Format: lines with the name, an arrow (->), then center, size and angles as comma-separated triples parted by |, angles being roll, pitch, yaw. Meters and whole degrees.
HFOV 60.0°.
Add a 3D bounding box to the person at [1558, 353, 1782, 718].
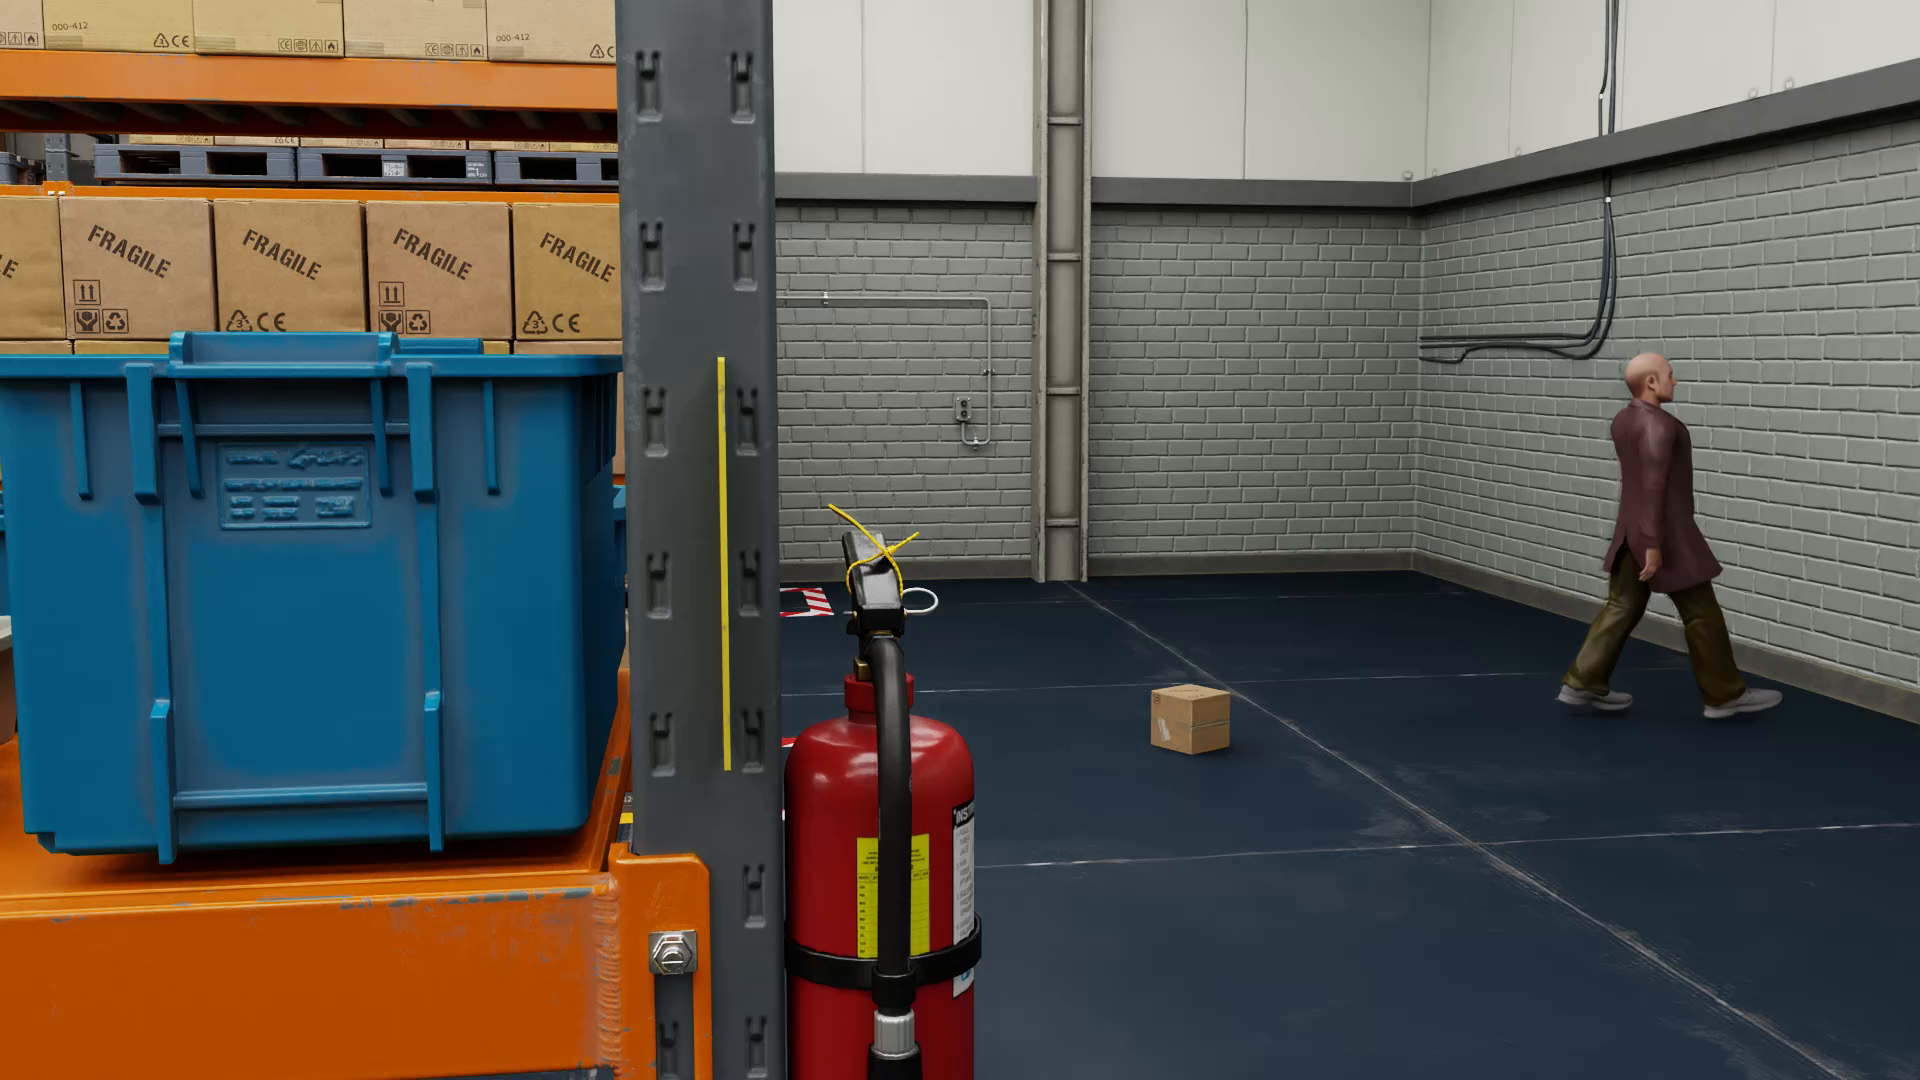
person -> 3.425, -0.025, 7.994 | 0.997, 1.735, 0.581 | -1, 6, -6
